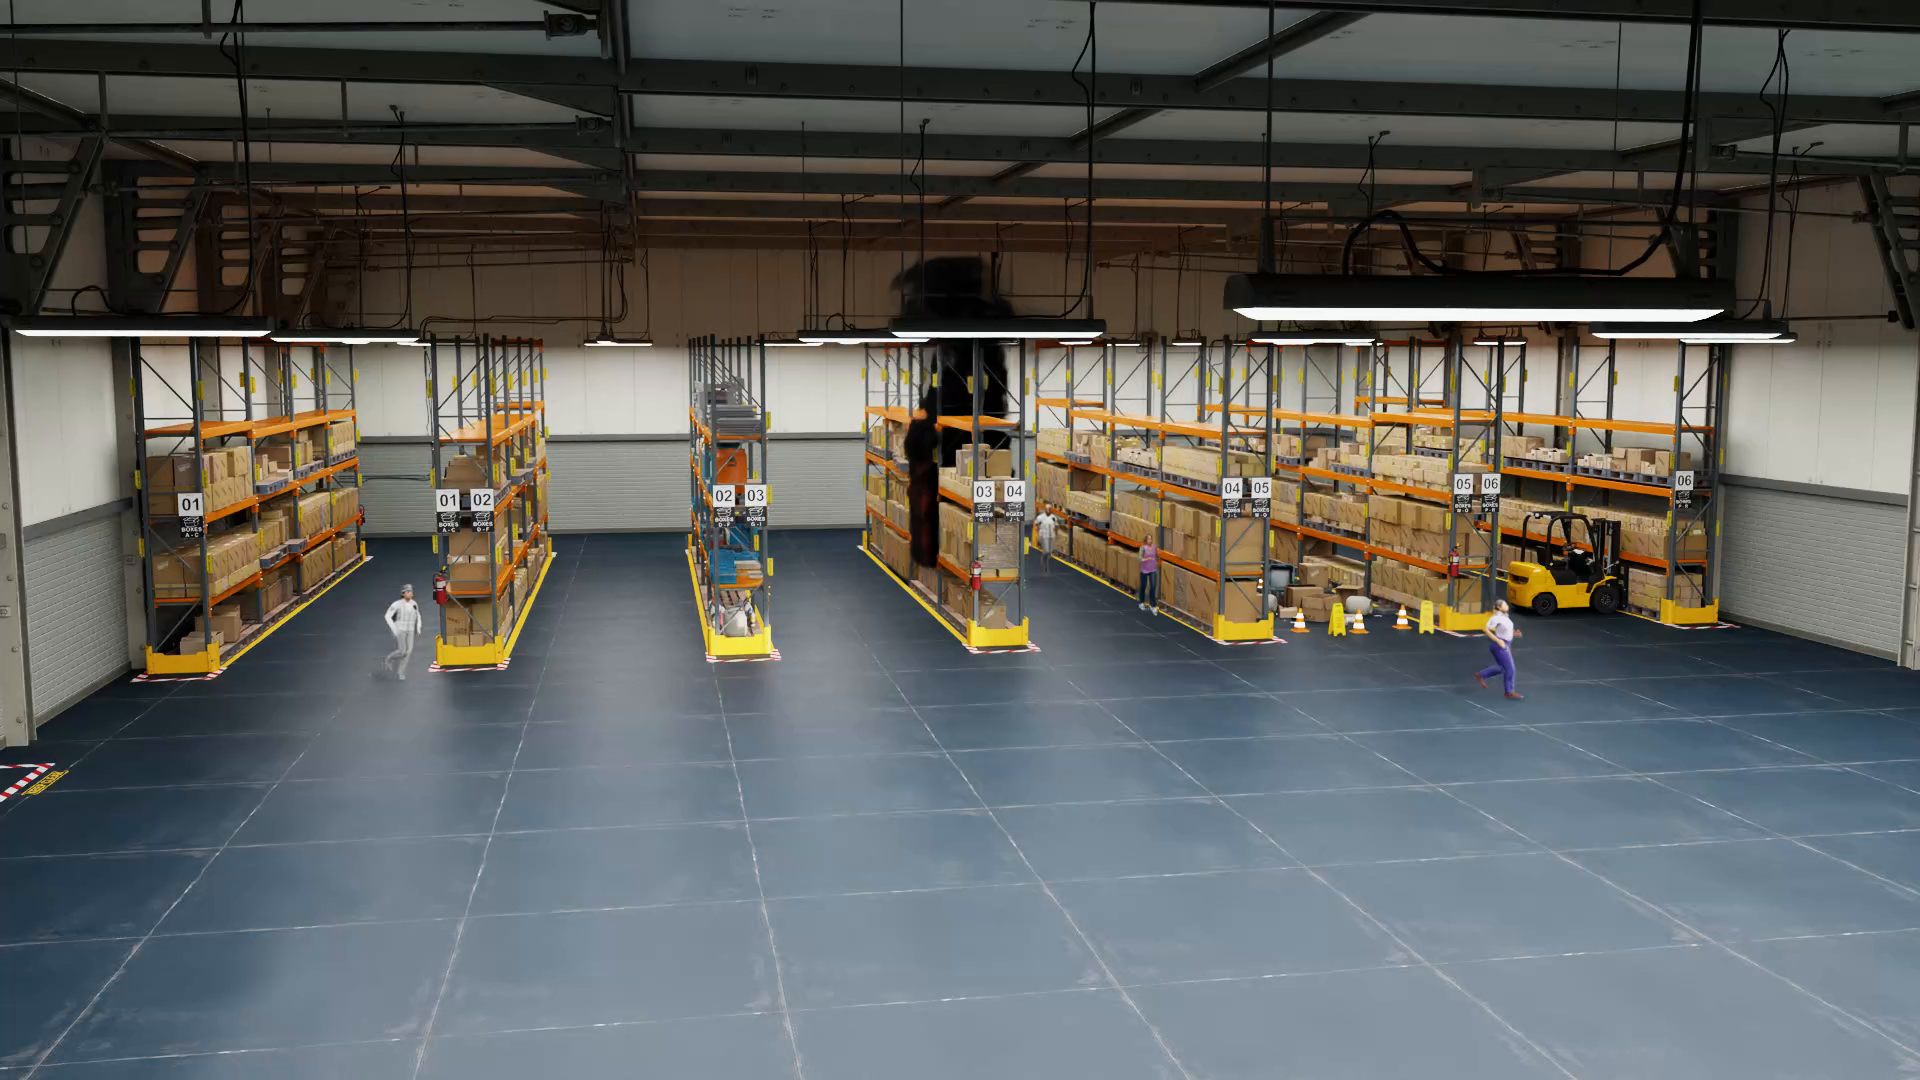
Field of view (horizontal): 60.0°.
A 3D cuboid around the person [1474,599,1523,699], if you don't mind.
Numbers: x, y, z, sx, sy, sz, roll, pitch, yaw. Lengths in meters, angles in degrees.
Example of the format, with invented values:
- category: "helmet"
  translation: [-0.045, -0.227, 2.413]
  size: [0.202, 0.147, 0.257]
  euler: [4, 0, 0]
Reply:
- category: "person"
  translation: [8.934, 1.776, 27.481]
  size: [0.800, 1.614, 0.621]
  euler: [4, 8, 33]

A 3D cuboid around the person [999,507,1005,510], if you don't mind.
- category: "person"
  translation: [1.444, -0.717, 48.932]
  size: [0.717, 1.755, 0.661]
  euler: [5, 8, 39]

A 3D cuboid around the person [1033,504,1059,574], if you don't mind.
- category: "person"
  translation: [2.149, -0.019, 40.728]
  size: [0.582, 1.711, 0.639]
  euler: [-2, 7, -20]

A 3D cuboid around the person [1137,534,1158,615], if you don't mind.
- category: "person"
  translation: [3.894, 0.692, 34.354]
  size: [0.523, 1.652, 0.669]
  euler: [-2, 7, -16]

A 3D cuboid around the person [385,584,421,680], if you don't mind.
- category: "person"
  translation: [-9.726, 1.588, 29.091]
  size: [0.600, 1.624, 0.596]
  euler: [6, 9, 43]
